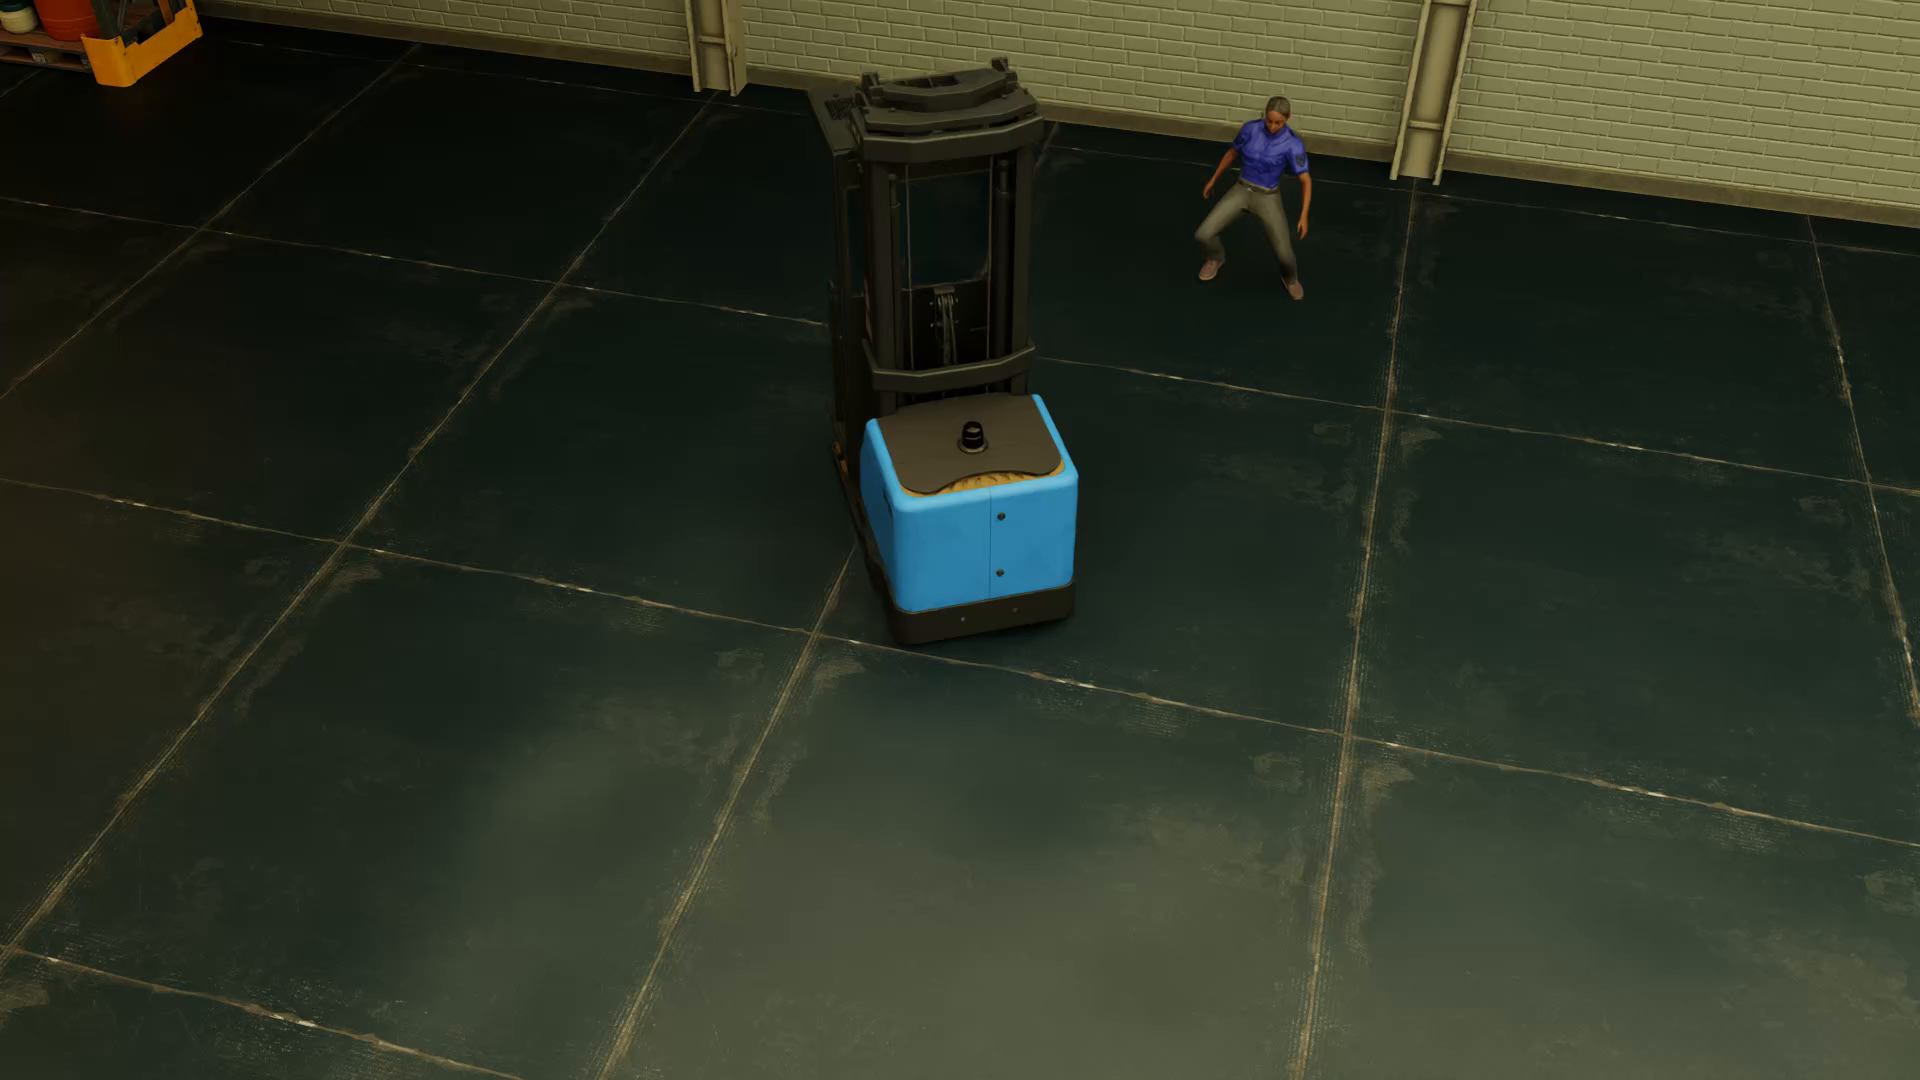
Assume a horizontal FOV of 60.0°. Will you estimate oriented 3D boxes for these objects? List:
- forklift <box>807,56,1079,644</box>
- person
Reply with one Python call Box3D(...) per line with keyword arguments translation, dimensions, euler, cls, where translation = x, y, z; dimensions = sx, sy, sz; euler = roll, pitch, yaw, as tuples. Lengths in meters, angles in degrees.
Box3D(translation=(-0.209, -1.501, 9.573), dimensions=(1.130, 2.935, 3.031), euler=(-10, 42, -11), cls="forklift")
Box3D(translation=(2.109, -2.398, 11.676), dimensions=(0.862, 1.549, 0.611), euler=(25, 47, 25), cls="person")
